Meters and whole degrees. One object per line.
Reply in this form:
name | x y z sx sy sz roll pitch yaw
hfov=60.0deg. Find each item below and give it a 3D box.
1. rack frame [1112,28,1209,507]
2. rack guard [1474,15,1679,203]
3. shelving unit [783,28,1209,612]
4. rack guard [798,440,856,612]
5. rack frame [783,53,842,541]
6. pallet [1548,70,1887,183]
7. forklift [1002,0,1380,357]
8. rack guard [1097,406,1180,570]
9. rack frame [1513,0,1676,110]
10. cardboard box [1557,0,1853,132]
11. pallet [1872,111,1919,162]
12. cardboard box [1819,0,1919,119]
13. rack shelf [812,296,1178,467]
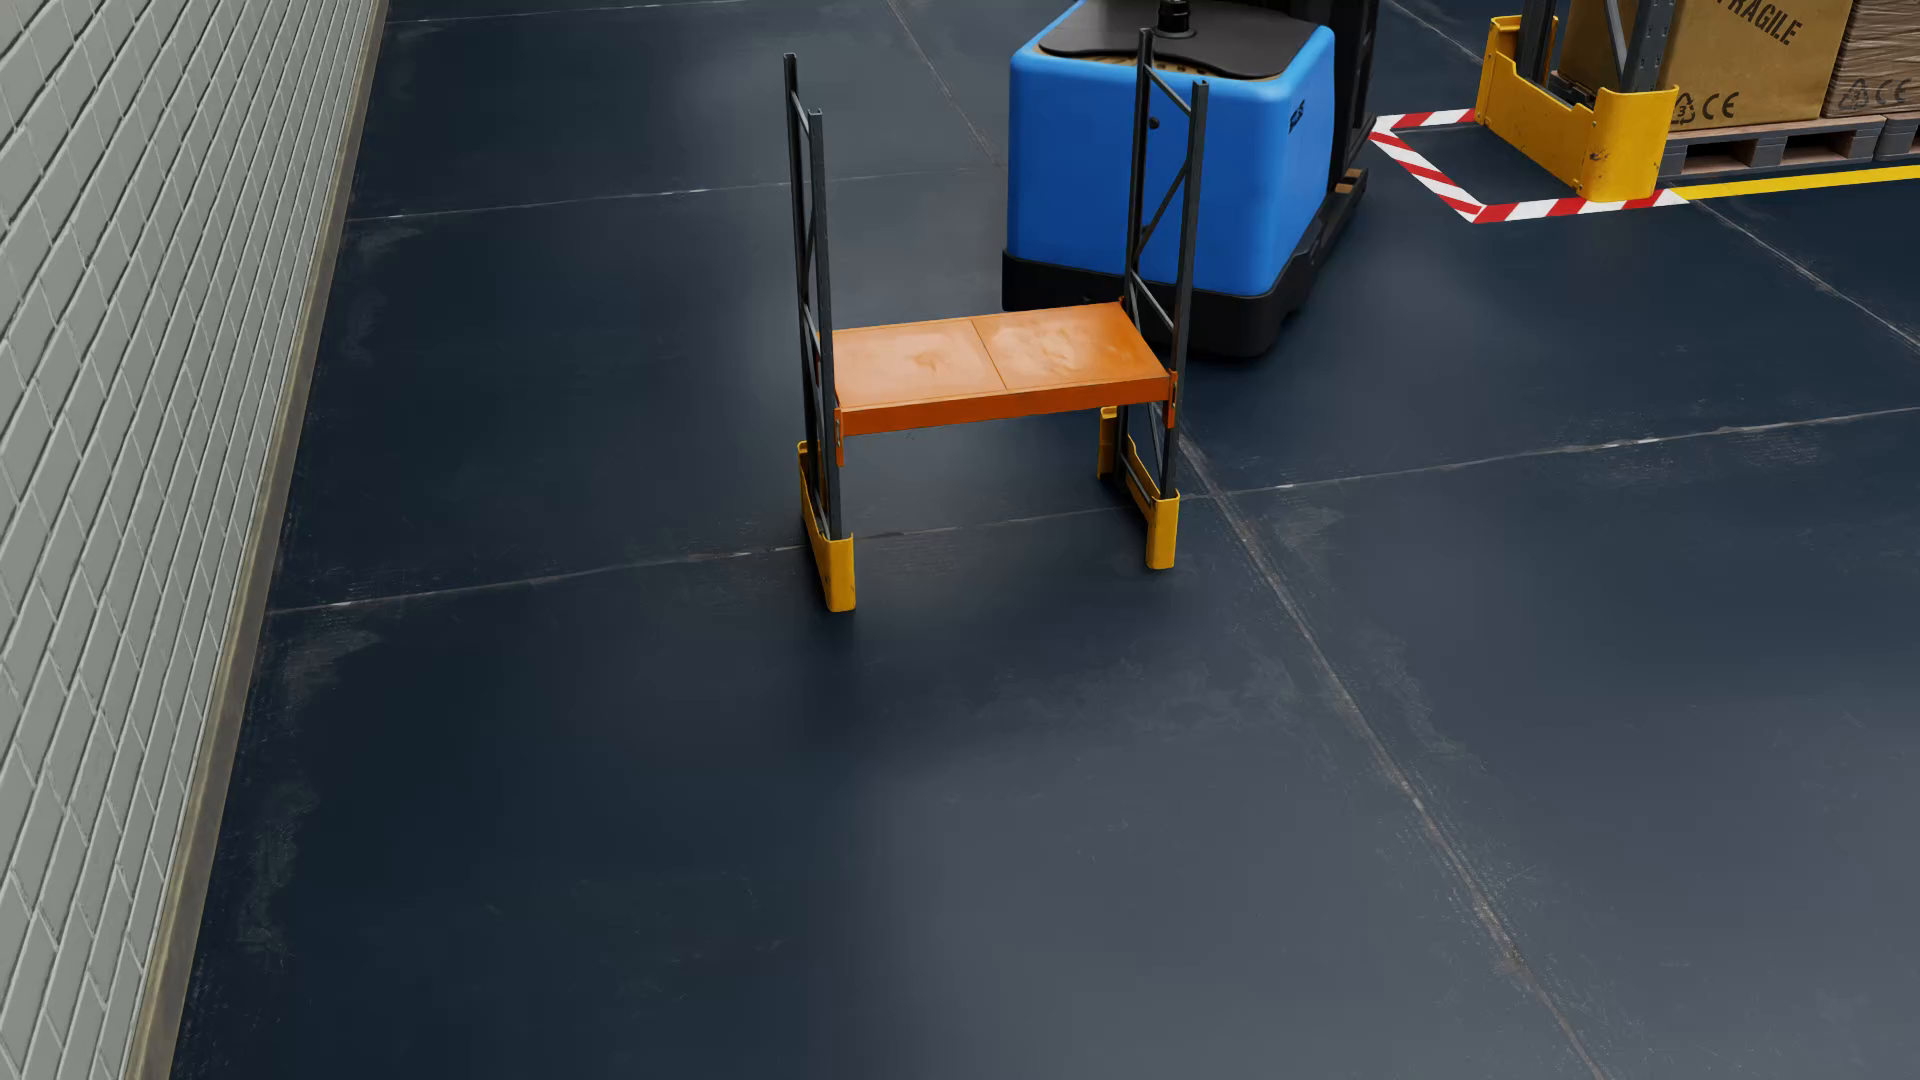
rack frame | 0.579 -0.696 4.941 0.032 1.500 0.500 -7 35 -11
rack guard | 2.886 -2.064 7.878 0.348 0.500 1.175 -7 35 -11
shelving unit | 0.074 -0.632 4.846 1.083 1.500 0.587 -7 35 -11
rack guard | -0.411 -0.052 5.103 0.087 0.250 0.587 -7 35 -11
rack frame | -0.413 -0.571 4.755 0.032 1.500 0.500 -7 35 -11
pallet | 3.672 -2.088 8.172 1.213 0.211 1.003 -7 35 -11
forklift | 1.192 -2.704 6.649 1.130 2.935 3.031 13 36 18
rack guard | 0.560 -0.174 5.286 0.087 0.250 0.587 -7 35 -11
rack frame | 2.909 -3.105 7.185 0.127 3.000 1.000 -7 35 -11
cardboard box | 3.516 -2.520 7.843 0.875 0.875 0.875 -7 35 -11
pallet | 4.860 -2.236 8.393 1.213 0.211 1.003 -7 35 -11
cardboard box | 4.404 -2.631 8.009 0.875 0.875 0.875 -7 35 -11
rack shelf | 0.083 -0.484 4.948 1.000 0.185 0.538 -7 35 -11
